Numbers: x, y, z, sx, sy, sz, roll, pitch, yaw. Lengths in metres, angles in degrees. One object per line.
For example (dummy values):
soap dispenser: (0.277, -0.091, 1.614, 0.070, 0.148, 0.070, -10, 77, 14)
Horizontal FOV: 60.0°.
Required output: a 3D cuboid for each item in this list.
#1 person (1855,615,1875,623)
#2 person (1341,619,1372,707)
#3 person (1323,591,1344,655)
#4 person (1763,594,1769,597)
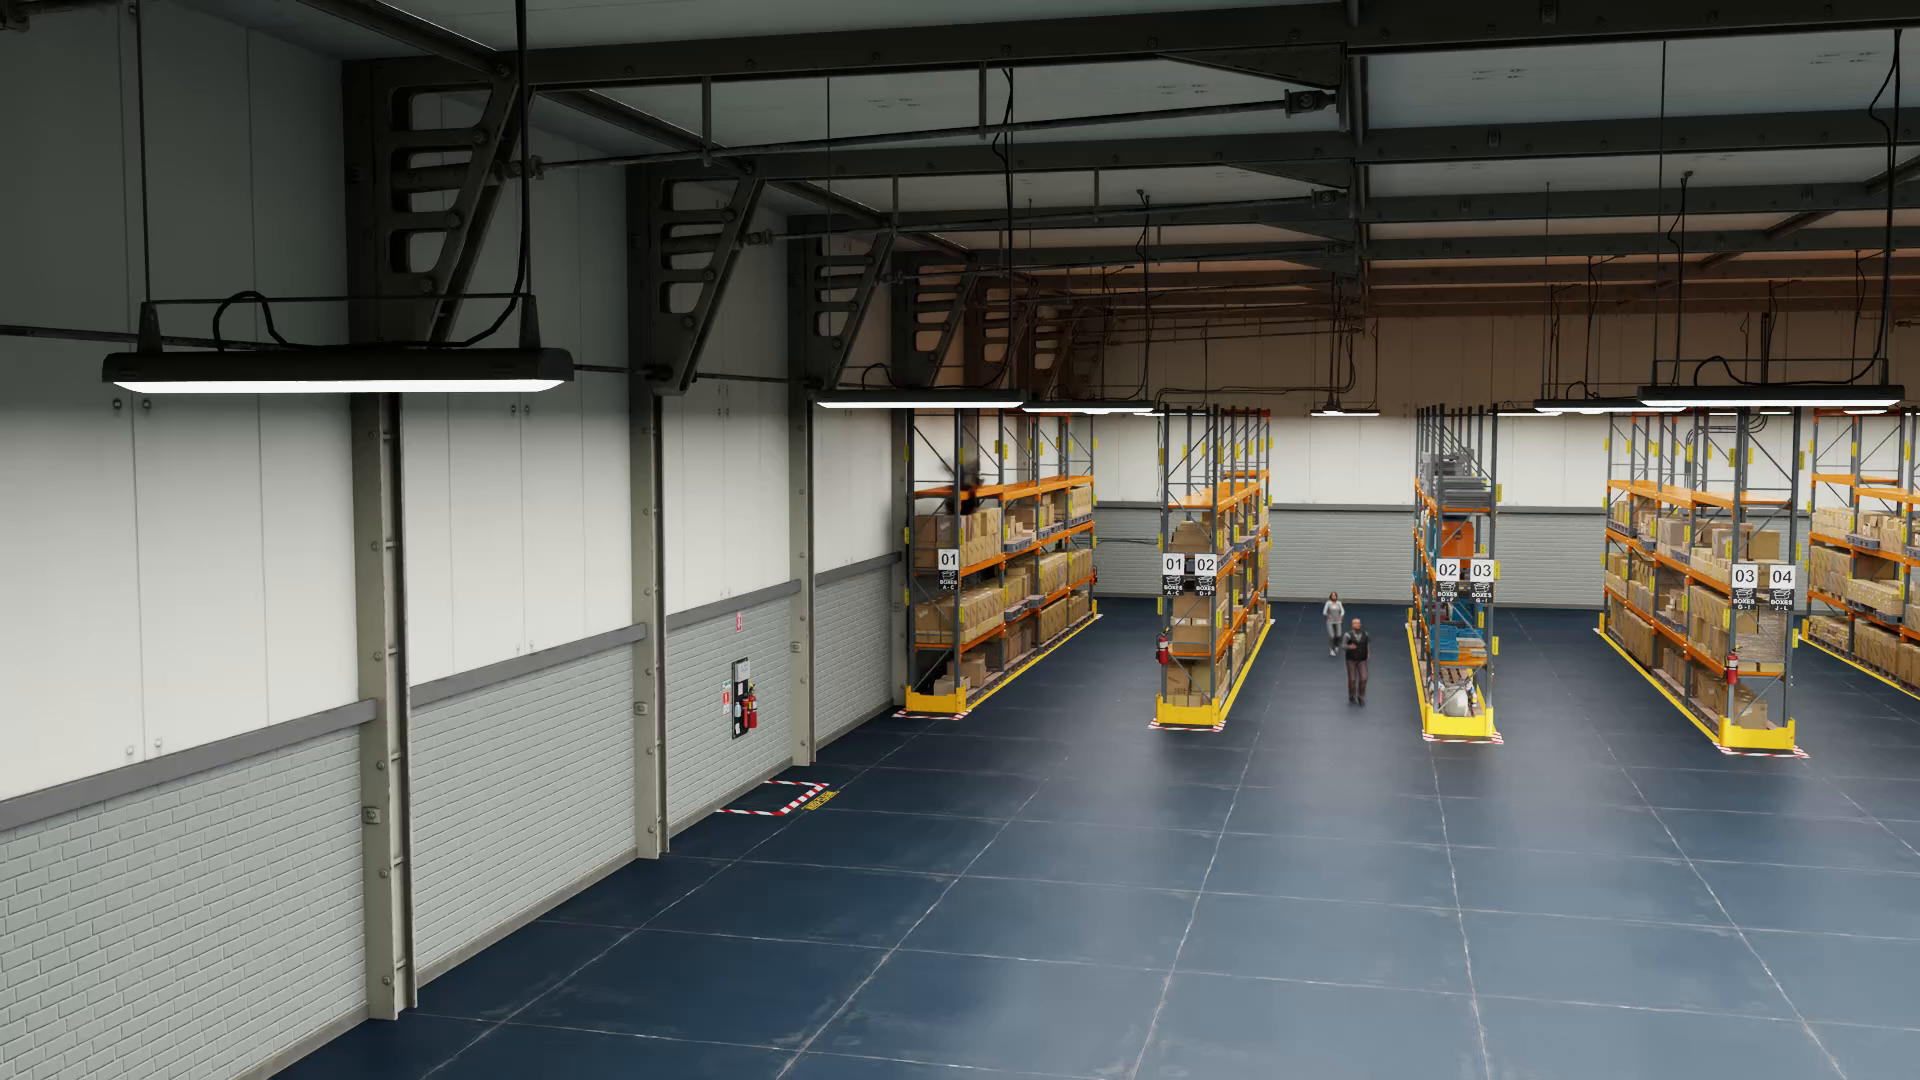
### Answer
person: (23.693, 1.646, 43.846, 0.696, 1.754, 0.901, -1, 4, -15)
person: (7.928, 2.453, 33.204, 0.637, 1.760, 0.711, 0, 4, 5)
person: (9.019, 2.020, 40.072, 0.518, 1.558, 0.548, 0, 4, 5)
person: (20.399, 1.894, 42.008, 0.567, 1.552, 0.600, 2, 5, 26)
